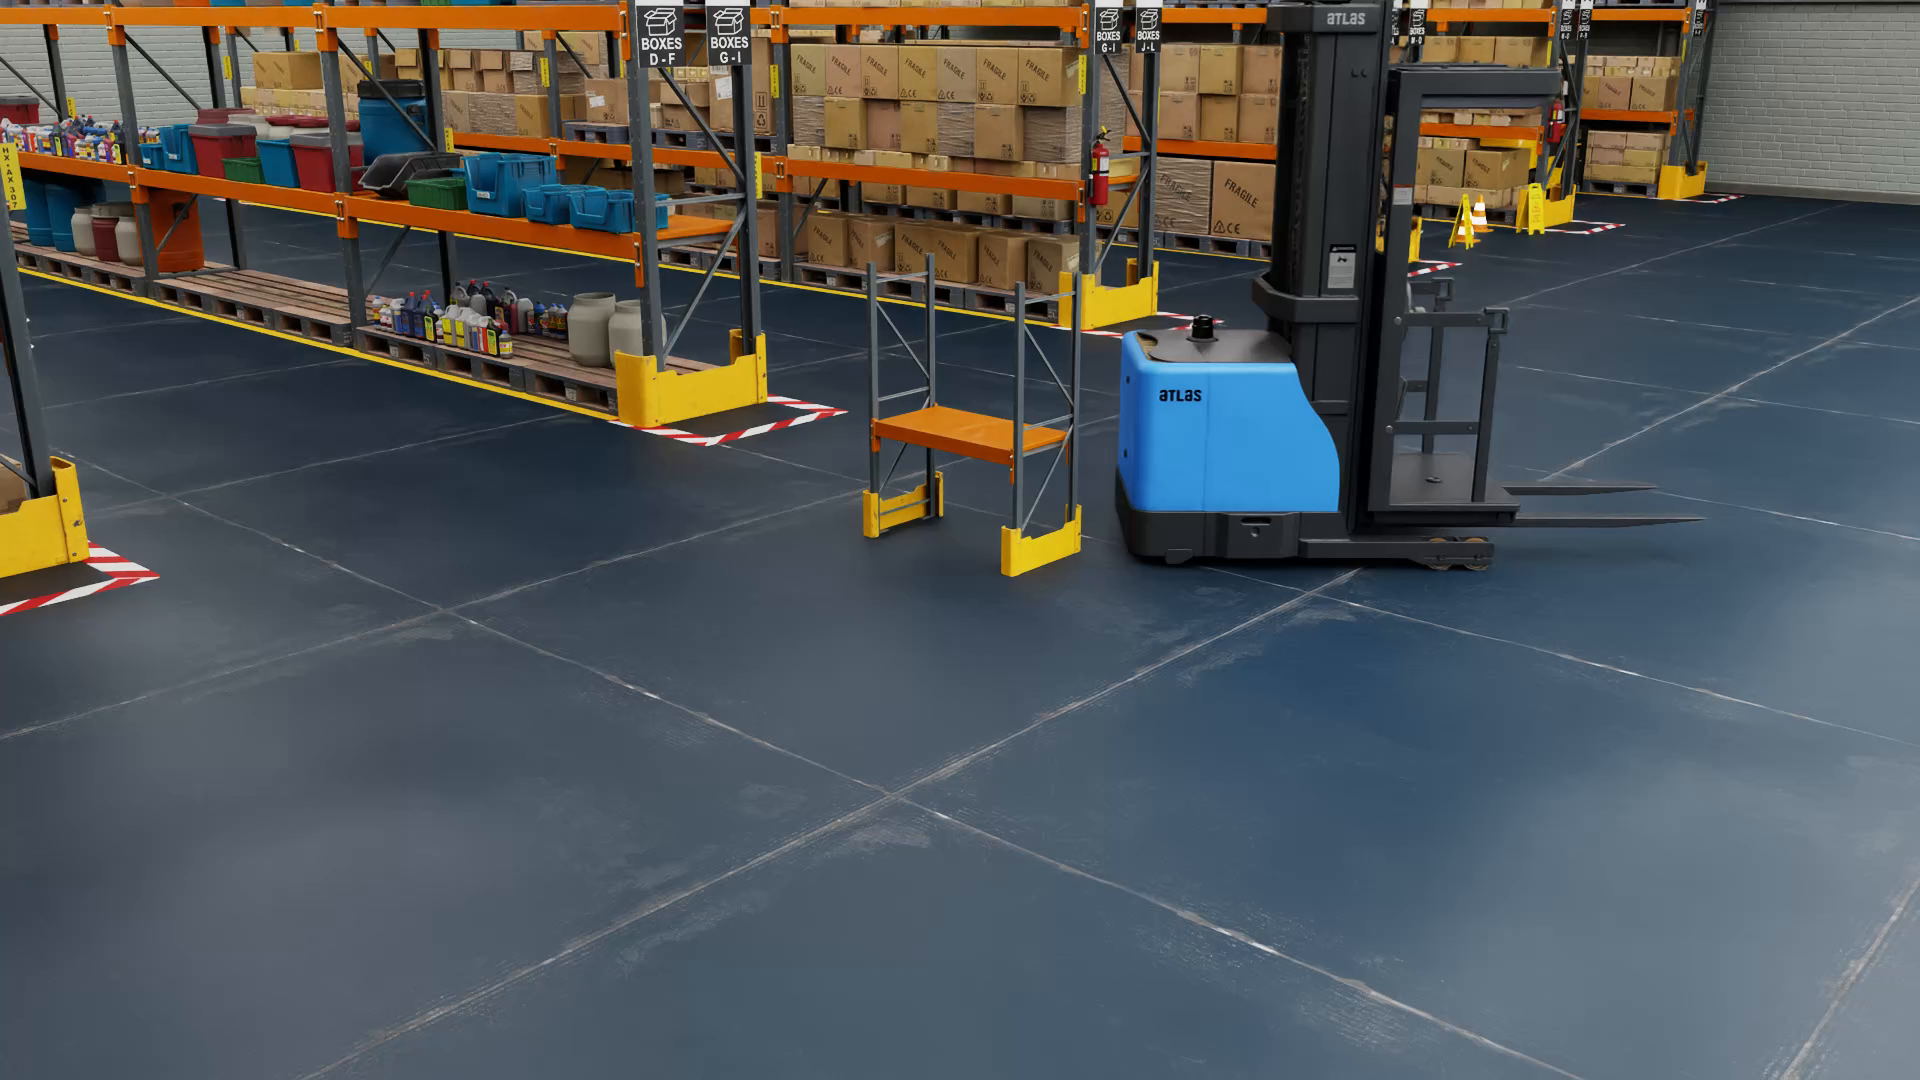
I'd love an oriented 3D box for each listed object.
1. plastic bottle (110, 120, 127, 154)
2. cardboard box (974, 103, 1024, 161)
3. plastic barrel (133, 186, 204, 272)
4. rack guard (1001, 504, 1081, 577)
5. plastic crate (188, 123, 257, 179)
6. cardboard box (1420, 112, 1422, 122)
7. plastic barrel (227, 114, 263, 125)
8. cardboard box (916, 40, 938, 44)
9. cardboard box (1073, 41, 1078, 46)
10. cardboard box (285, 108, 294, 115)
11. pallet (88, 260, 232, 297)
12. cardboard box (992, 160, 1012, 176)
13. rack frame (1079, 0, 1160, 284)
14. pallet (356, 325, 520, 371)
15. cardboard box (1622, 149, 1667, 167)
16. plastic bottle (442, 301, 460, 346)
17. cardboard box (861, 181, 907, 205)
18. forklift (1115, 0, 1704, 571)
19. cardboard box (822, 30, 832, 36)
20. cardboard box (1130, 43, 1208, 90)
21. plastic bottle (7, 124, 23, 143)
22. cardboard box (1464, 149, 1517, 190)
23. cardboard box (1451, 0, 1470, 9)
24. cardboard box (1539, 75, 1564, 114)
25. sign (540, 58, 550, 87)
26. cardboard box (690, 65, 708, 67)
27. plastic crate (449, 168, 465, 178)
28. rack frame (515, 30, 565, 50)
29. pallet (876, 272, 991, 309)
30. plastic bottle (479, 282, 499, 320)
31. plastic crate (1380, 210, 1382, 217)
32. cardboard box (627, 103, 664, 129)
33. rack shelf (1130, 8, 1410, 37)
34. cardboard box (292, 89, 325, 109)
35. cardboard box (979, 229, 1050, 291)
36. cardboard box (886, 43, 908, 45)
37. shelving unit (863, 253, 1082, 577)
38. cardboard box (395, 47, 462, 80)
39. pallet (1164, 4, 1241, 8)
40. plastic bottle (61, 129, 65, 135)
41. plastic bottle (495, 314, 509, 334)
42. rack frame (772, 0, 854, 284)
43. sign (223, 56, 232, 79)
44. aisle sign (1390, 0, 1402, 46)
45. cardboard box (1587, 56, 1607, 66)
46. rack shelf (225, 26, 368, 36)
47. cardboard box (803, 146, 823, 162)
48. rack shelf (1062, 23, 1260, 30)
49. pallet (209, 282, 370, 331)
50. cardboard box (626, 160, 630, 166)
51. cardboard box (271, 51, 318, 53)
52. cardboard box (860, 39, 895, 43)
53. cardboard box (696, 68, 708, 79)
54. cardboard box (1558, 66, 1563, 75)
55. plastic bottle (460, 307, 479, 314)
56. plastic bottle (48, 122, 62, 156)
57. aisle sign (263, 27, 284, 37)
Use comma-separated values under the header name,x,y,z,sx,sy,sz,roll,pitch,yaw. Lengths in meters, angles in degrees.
name,x,y,z,sx,sy,sz,roll,pitch,yaw
plastic bottle,-9.082,-4.357,17.962,0.185,0.351,0.144,15,23,39
cardboard box,0.606,-3.864,15.670,0.500,0.500,0.875,15,23,39
plastic barrel,-8.195,-3.230,17.224,0.708,0.830,0.600,15,23,39
rack guard,0.429,-0.004,8.711,0.087,0.250,0.587,15,23,39
plastic crate,-6.813,-3.607,15.412,0.583,0.464,0.402,15,23,39
cardboard box,6.479,-5.945,23.300,0.250,0.149,0.380,15,23,39
plastic barrel,-6.907,-3.865,16.147,0.421,0.512,0.421,0,18,0
cardboard box,-0.407,-8.411,28.837,0.500,0.500,0.500,15,23,39
cardboard box,1.841,-8.011,27.578,0.500,0.500,0.500,14,22,37
cardboard box,-9.504,-6.174,24.021,0.250,0.149,0.380,15,23,39
pallet,-8.436,-2.790,17.553,1.213,0.211,1.003,15,23,39
cardboard box,0.518,-3.518,15.652,0.250,0.149,0.380,15,23,39
rack frame,1.453,-3.484,15.132,0.127,3.000,1.000,15,23,39
pallet,-4.352,-1.693,14.099,1.213,0.211,1.003,15,23,39
cardboard box,10.751,-6.005,26.100,0.500,0.250,0.500,15,23,39
plastic bottle,-4.039,-1.735,13.271,0.185,0.351,0.144,15,23,39
cardboard box,-0.767,-5.178,23.493,0.750,0.750,1.050,15,23,39
forklift,2.397,-1.400,8.679,3.031,2.935,1.130,0,18,0
cardboard box,-2.300,-9.230,30.346,0.250,0.149,0.380,14,23,38
cardboard box,2.571,-5.810,20.426,0.550,0.550,0.875,15,23,39
plastic bottle,-10.443,-4.461,18.416,0.135,0.276,0.152,15,23,39
cardboard box,7.259,-5.075,22.757,0.500,0.500,0.500,15,23,40
cardboard box,6.831,-7.254,22.465,0.250,0.149,0.380,15,23,39
cardboard box,7.861,-6.074,22.634,0.500,0.500,0.500,15,23,38
sign,-4.897,-5.516,19.620,0.005,0.325,0.100,15,23,39
cardboard box,-4.358,-7.342,26.629,0.500,0.500,0.500,15,23,38
plastic crate,-3.818,-2.935,13.648,0.616,0.251,0.499,15,23,39
rack frame,-7.146,-7.799,28.727,0.127,3.000,1.000,15,23,39
pallet,-0.096,-2.587,16.913,1.213,0.211,1.003,15,23,39
plastic bottle,-4.010,-2.011,14.142,0.185,0.351,0.144,14,22,37
plastic crate,5.669,-4.637,23.591,0.583,0.080,0.402,7,19,21
cardboard box,-3.430,-4.831,18.928,0.500,0.250,0.500,14,22,38
rack shelf,3.325,-6.075,19.524,4.000,0.370,1.077,15,23,39
cardboard box,-9.174,-6.302,23.765,0.500,0.250,0.500,14,23,38
cardboard box,0.527,-2.734,16.207,0.500,0.500,0.500,-11,21,-31
cardboard box,-0.645,-4.825,17.047,0.500,0.500,0.500,15,23,39
shelving unit,0.057,-0.700,8.837,1.083,1.500,0.587,15,23,39
cardboard box,-7.039,-6.293,22.159,0.637,0.503,0.797,14,23,38
pallet,3.870,-8.225,25.423,1.003,0.211,1.213,15,23,39
plastic bottle,-9.456,-4.206,17.600,0.133,0.283,0.061,15,23,39
plastic bottle,-3.599,-1.629,13.050,0.133,0.283,0.061,15,23,39
rack frame,-1.539,-4.287,17.663,0.127,3.000,1.000,15,23,39
sign,-10.887,-7.023,24.720,0.005,0.325,0.100,15,23,39
aisle sign,4.675,-5.743,17.952,0.004,0.787,0.394,15,23,39
cardboard box,10.091,-7.556,26.232,0.250,0.149,0.380,16,23,41
rack shelf,-9.018,-7.382,23.644,4.000,0.370,1.077,15,23,39
cardboard box,-1.399,-4.003,17.183,0.250,0.149,0.380,15,23,39
rack shelf,3.843,-9.945,31.720,4.000,0.370,1.077,15,23,39
pallet,-6.356,-2.232,15.794,1.213,0.211,1.003,15,23,39
cardboard box,-5.350,-6.191,27.187,0.250,0.149,0.380,16,23,41
cardboard box,-9.975,-7.086,24.998,0.500,0.500,0.500,15,23,40
cardboard box,-1.481,-8.692,29.724,0.500,0.500,0.500,15,23,39
cardboard box,-3.763,-7.070,25.167,0.250,0.149,0.380,15,23,40
cardboard box,9.775,-7.536,26.660,0.250,0.149,0.380,15,23,39
plastic bottle,-3.959,-1.738,13.404,0.135,0.276,0.152,15,23,39
plastic bottle,-9.588,-4.266,17.676,0.185,0.351,0.144,15,23,39
aisle sign,-10.369,-8.018,25.121,0.004,0.787,0.394,15,23,39
